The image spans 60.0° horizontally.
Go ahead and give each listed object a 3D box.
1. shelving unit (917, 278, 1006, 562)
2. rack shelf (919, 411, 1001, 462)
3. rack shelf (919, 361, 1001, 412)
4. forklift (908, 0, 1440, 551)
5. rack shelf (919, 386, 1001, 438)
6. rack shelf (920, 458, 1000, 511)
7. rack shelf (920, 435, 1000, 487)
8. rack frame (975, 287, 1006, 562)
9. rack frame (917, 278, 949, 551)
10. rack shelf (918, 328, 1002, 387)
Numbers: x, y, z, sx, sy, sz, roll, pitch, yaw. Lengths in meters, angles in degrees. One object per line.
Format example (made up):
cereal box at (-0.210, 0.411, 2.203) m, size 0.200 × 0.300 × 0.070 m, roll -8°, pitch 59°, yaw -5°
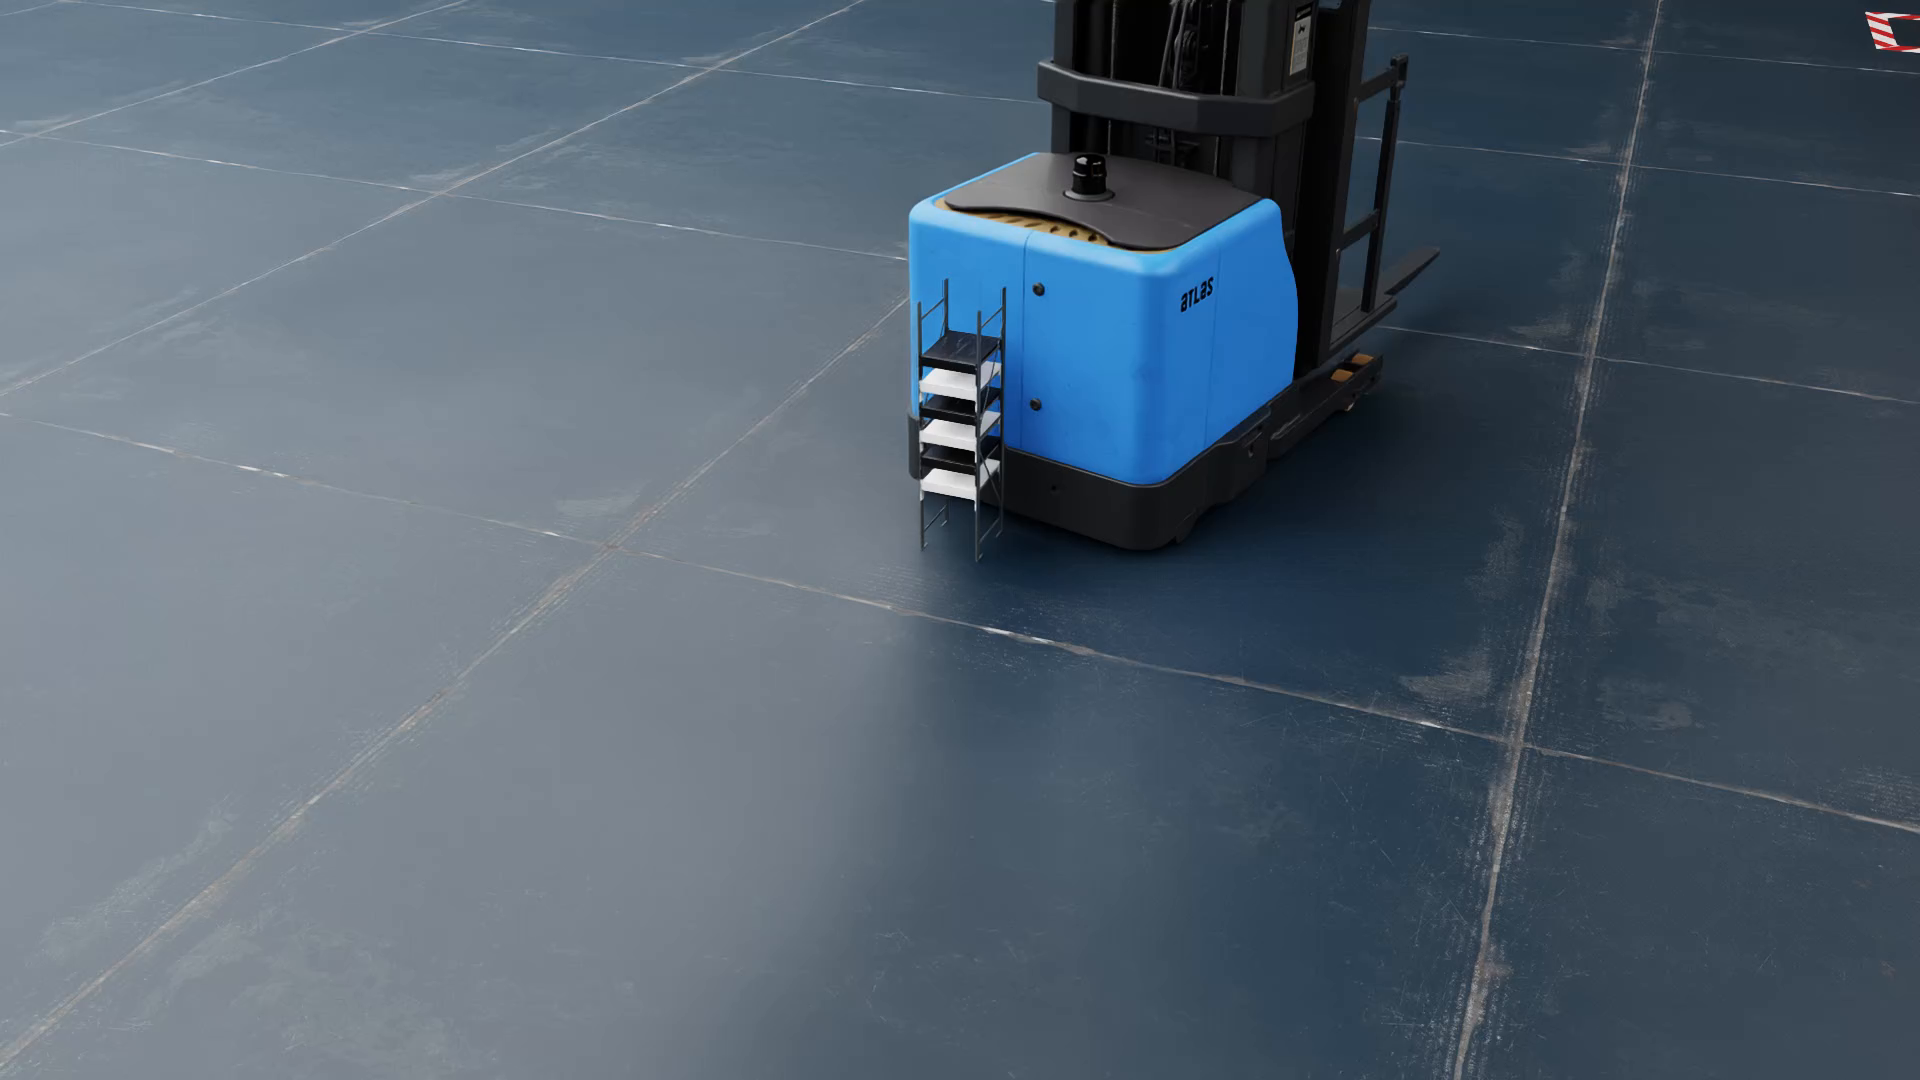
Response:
shelving unit at (0.007, -0.390, 5.525) m, size 0.210 × 0.900 × 0.258 m, roll 11°, pitch 31°, yaw 19°
rack shelf at (0.007, -0.361, 5.542) m, size 0.200 × 0.077 × 0.258 m, roll 11°, pitch 31°, yaw 19°
rack shelf at (0.007, -0.518, 5.453) m, size 0.200 × 0.077 × 0.258 m, roll 11°, pitch 31°, yaw 19°
forklift at (1.072, -1.914, 6.158) m, size 1.130 × 2.935 × 3.031 m, roll 19°, pitch 35°, yaw 30°
rack shelf at (0.007, -0.439, 5.497) m, size 0.200 × 0.077 × 0.258 m, roll 11°, pitch 31°, yaw 19°
rack shelf at (0.007, -0.204, 5.630) m, size 0.200 × 0.077 × 0.258 m, roll 11°, pitch 31°, yaw 19°
rack shelf at (0.007, -0.283, 5.586) m, size 0.200 × 0.077 × 0.258 m, roll 11°, pitch 31°, yaw 19°
rack frame at (0.101, -0.371, 5.492) m, size 0.006 × 0.900 × 0.240 m, roll 11°, pitch 31°, yaw 19°
rack frame at (-0.087, -0.409, 5.559) m, size 0.006 × 0.900 × 0.240 m, roll 11°, pitch 31°, yaw 19°
rack shelf at (0.007, -0.596, 5.409) m, size 0.200 × 0.077 × 0.258 m, roll 11°, pitch 31°, yaw 19°
